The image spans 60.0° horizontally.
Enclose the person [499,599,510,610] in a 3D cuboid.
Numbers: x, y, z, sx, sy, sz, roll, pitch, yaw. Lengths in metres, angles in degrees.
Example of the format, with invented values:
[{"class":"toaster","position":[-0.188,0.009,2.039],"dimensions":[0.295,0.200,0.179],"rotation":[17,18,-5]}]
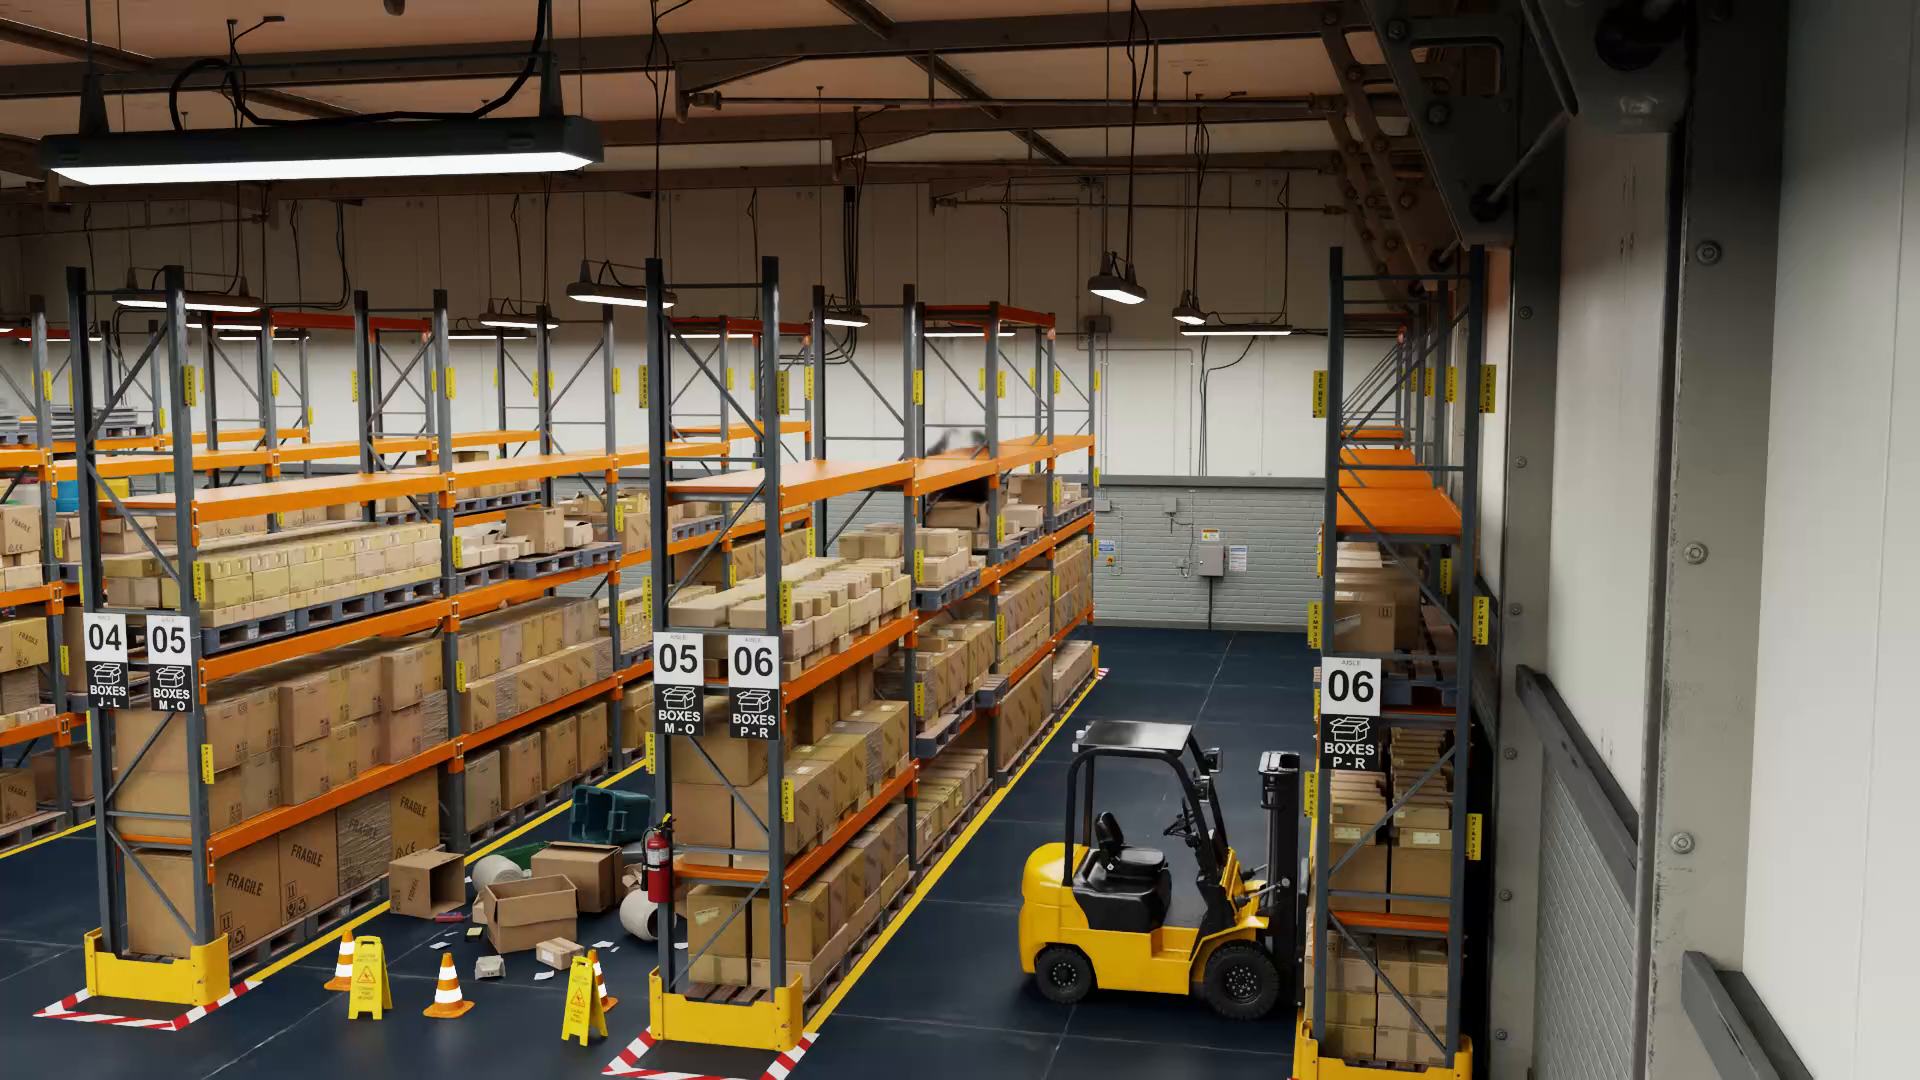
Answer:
[{"class":"person","position":[-7.105,1.734,25.954],"dimensions":[0.577,1.713,0.746],"rotation":[0,6,4]}]
